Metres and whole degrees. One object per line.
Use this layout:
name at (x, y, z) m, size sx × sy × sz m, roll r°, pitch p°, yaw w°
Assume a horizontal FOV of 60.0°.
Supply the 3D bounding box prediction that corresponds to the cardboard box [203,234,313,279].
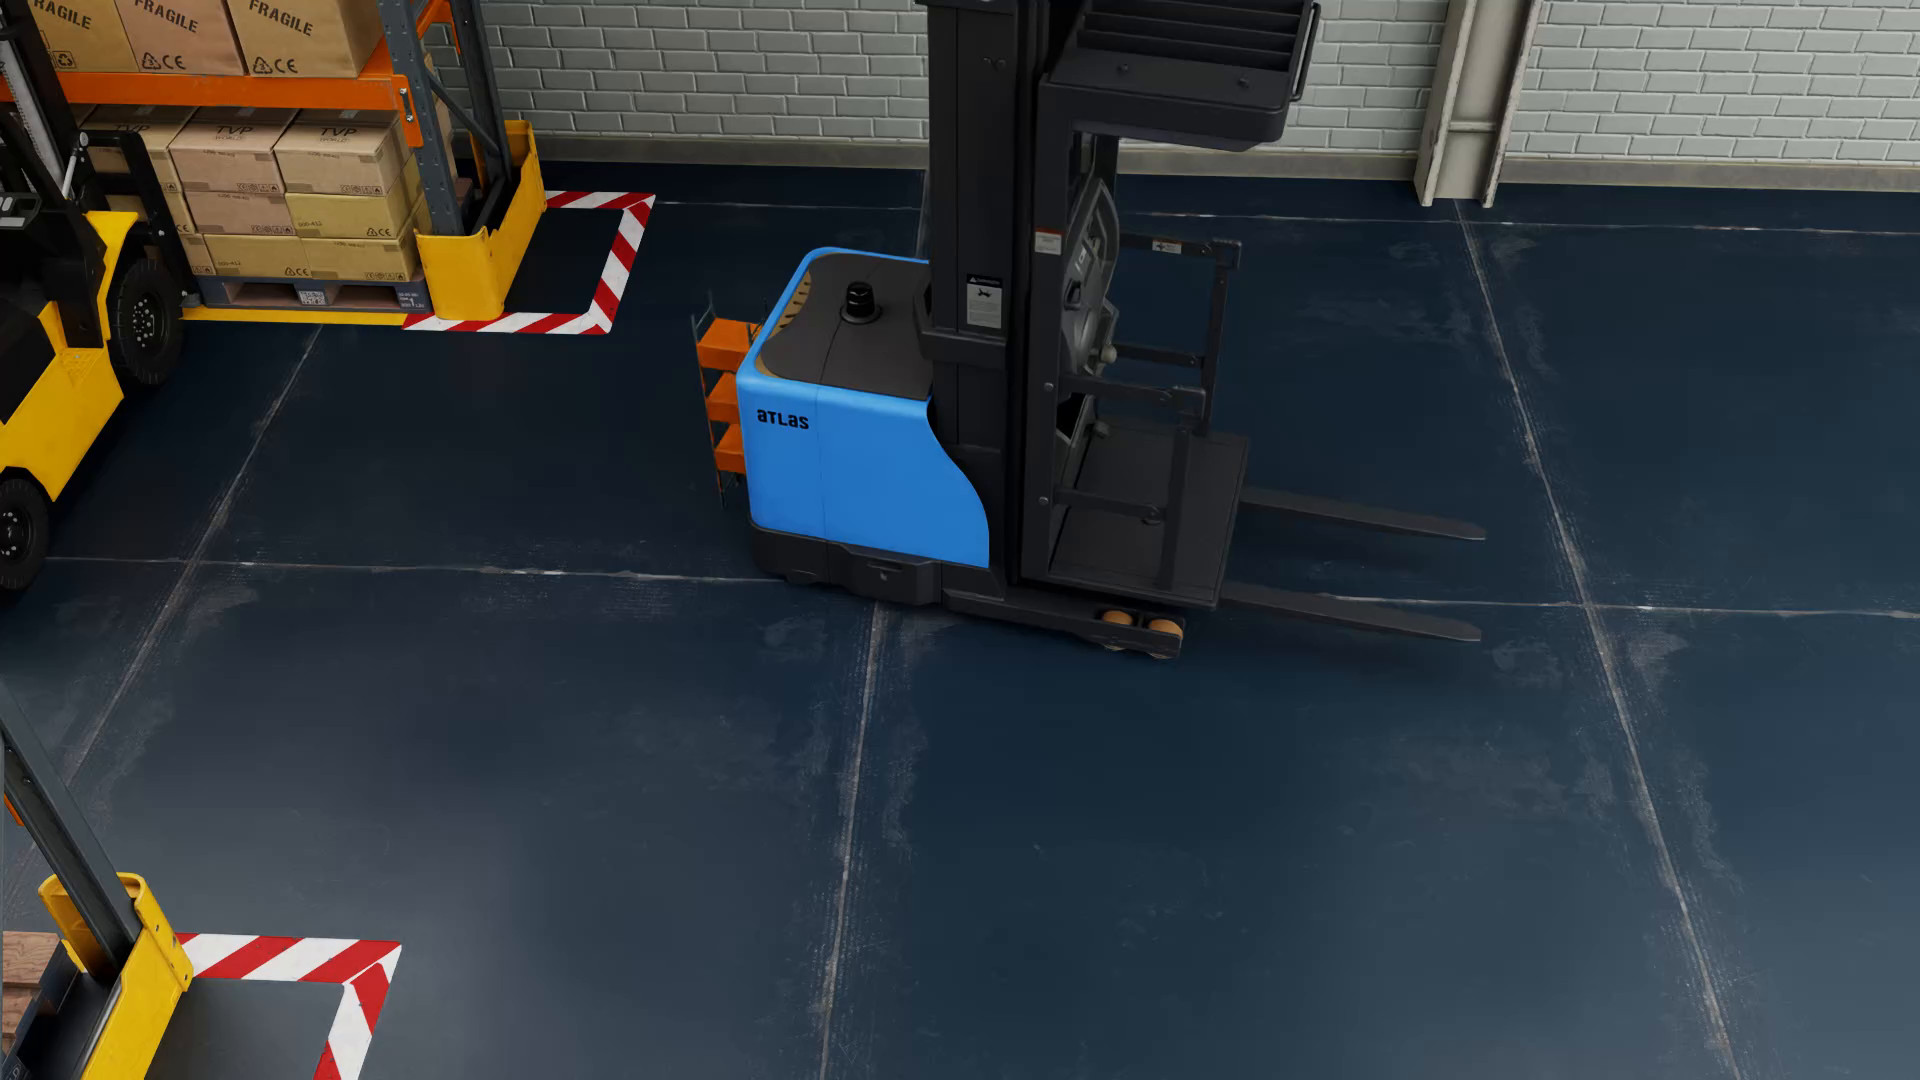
cardboard box at (-3.521, -1.593, 8.554) m, size 0.500 × 0.250 × 0.500 m, roll 2°, pitch 43°, yaw 2°

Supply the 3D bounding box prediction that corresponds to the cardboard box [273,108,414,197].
cardboard box at (-3.015, -1.940, 8.193) m, size 0.500 × 0.250 × 0.500 m, roll 3°, pitch 43°, yaw 3°

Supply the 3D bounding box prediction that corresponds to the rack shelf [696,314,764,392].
rack shelf at (-0.942, -0.769, 6.985) m, size 0.240 × 0.259 × 0.215 m, roll 10°, pitch 44°, yaw 13°

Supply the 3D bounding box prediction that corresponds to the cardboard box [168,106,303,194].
cardboard box at (-3.525, -1.951, 8.205) m, size 0.500 × 0.250 × 0.500 m, roll 2°, pitch 43°, yaw 3°

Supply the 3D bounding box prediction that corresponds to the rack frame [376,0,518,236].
rack frame at (-2.541, -2.625, 7.952) m, size 0.127 × 3.000 × 1.000 m, roll 2°, pitch 43°, yaw 2°

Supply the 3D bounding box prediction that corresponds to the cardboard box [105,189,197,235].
cardboard box at (-4.058, -1.781, 8.389) m, size 0.500 × 0.250 × 0.500 m, roll 1°, pitch 43°, yaw 1°

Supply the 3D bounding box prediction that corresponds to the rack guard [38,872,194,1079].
rack guard at (-2.836, 1.668, 5.178) m, size 0.348 × 0.500 × 1.175 m, roll 2°, pitch 43°, yaw 2°

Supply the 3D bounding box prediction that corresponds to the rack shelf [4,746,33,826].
rack shelf at (-4.758, 0.957, 4.635) m, size 4.000 × 0.370 × 1.077 m, roll 2°, pitch 43°, yaw 2°

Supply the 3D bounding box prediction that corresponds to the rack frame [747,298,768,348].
rack frame at (-0.818, -0.547, 7.143) m, size 0.008 × 1.050 × 0.200 m, roll 10°, pitch 44°, yaw 13°

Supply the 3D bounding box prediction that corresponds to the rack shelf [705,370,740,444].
rack shelf at (-0.935, -0.560, 7.177) m, size 0.240 × 0.259 × 0.215 m, roll 10°, pitch 44°, yaw 13°

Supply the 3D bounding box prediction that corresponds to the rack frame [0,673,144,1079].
rack frame at (-2.761, 0.755, 4.324) m, size 0.127 × 3.000 × 1.000 m, roll 2°, pitch 43°, yaw 2°

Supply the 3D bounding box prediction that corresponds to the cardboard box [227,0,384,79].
cardboard box at (-3.044, -2.497, 7.742) m, size 0.500 × 0.500 × 0.500 m, roll 1°, pitch 43°, yaw 1°

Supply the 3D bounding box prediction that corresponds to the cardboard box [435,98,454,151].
cardboard box at (-3.001, -2.111, 8.743) m, size 0.500 × 0.250 × 0.500 m, roll 2°, pitch 43°, yaw 3°

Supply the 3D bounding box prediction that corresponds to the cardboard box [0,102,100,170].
cardboard box at (-4.535, -1.981, 8.237) m, size 0.500 × 0.250 × 0.500 m, roll 1°, pitch 43°, yaw 1°

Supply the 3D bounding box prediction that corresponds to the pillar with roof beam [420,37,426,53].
pillar with roof beam at (-3.390, -2.523, 3.442) m, size 0.400 × 9.000 × 9.100 m, roll 2°, pitch 43°, yaw 2°

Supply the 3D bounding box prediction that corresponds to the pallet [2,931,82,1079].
pallet at (-3.646, 1.724, 5.329) m, size 1.213 × 0.211 × 1.003 m, roll 2°, pitch 43°, yaw 2°

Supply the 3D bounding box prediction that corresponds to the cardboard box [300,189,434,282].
cardboard box at (-3.024, -1.571, 8.531) m, size 0.500 × 0.250 × 0.500 m, roll 2°, pitch 43°, yaw 2°

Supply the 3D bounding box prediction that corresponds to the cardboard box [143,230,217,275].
cardboard box at (-4.020, -1.615, 8.577) m, size 0.500 × 0.250 × 0.500 m, roll 2°, pitch 43°, yaw 2°

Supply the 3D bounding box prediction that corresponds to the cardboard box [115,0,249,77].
cardboard box at (-3.562, -2.520, 7.766) m, size 0.500 × 0.500 × 0.500 m, roll 3°, pitch 43°, yaw 3°

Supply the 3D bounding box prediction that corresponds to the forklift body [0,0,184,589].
forklift body at (-4.517, -1.130, 6.970) m, size 1.214 × 2.155 × 2.313 m, roll 2°, pitch 43°, yaw 2°

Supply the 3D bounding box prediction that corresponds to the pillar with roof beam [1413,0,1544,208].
pillar with roof beam at (2.604, -2.339, 3.245) m, size 0.400 × 9.000 × 9.100 m, roll 2°, pitch 43°, yaw 2°

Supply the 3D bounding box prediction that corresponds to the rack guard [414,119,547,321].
rack guard at (-2.517, -1.709, 8.803) m, size 0.348 × 0.500 × 1.175 m, roll 2°, pitch 43°, yaw 2°

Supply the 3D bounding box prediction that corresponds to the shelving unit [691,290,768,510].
shelving unit at (-0.935, -0.568, 7.170) m, size 0.252 × 1.050 × 0.215 m, roll 10°, pitch 44°, yaw 13°

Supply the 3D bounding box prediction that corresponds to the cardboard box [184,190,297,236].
cardboard box at (-3.542, -1.780, 8.388) m, size 0.500 × 0.250 × 0.500 m, roll 1°, pitch 43°, yaw 1°

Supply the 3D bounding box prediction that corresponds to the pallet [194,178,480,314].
pallet at (-3.307, -1.599, 8.897) m, size 1.213 × 0.211 × 1.003 m, roll 2°, pitch 43°, yaw 2°

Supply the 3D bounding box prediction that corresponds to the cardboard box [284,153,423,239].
cardboard box at (-3.041, -1.757, 8.363) m, size 0.500 × 0.250 × 0.500 m, roll 1°, pitch 43°, yaw 1°

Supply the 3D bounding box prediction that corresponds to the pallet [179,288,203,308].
pallet at (-4.522, -1.639, 8.939) m, size 1.213 × 0.211 × 1.003 m, roll 2°, pitch 43°, yaw 2°

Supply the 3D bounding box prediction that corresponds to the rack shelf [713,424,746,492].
rack shelf at (-0.928, -0.356, 7.365) m, size 0.240 × 0.259 × 0.215 m, roll 10°, pitch 44°, yaw 13°

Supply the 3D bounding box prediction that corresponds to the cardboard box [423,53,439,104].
cardboard box at (-3.012, -2.282, 8.560) m, size 0.500 × 0.250 × 0.500 m, roll 1°, pitch 43°, yaw 1°

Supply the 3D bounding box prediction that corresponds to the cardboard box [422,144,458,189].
cardboard box at (-3.023, -1.920, 8.905) m, size 0.500 × 0.250 × 0.500 m, roll 2°, pitch 43°, yaw 2°

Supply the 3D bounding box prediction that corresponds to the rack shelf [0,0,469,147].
rack shelf at (-4.539, -2.423, 8.263) m, size 4.000 × 0.370 × 1.077 m, roll 2°, pitch 43°, yaw 2°

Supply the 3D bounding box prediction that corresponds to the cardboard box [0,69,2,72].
cardboard box at (-4.577, -2.543, 7.791) m, size 0.500 × 0.500 × 0.500 m, roll 2°, pitch 43°, yaw 2°

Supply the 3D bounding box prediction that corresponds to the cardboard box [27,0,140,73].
cardboard box at (-4.074, -2.535, 7.783) m, size 0.500 × 0.500 × 0.500 m, roll 1°, pitch 43°, yaw 1°

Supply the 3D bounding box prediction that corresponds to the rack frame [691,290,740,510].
rack frame at (-1.052, -0.589, 7.197) m, size 0.008 × 1.050 × 0.200 m, roll 10°, pitch 44°, yaw 13°

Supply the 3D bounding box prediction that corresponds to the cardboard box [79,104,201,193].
cardboard box at (-4.030, -1.960, 8.215) m, size 0.500 × 0.250 × 0.500 m, roll 2°, pitch 43°, yaw 2°

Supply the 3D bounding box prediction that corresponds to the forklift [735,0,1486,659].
forklift at (0.681, -0.989, 6.247) m, size 3.031 × 2.935 × 1.130 m, roll 10°, pitch 44°, yaw 11°
